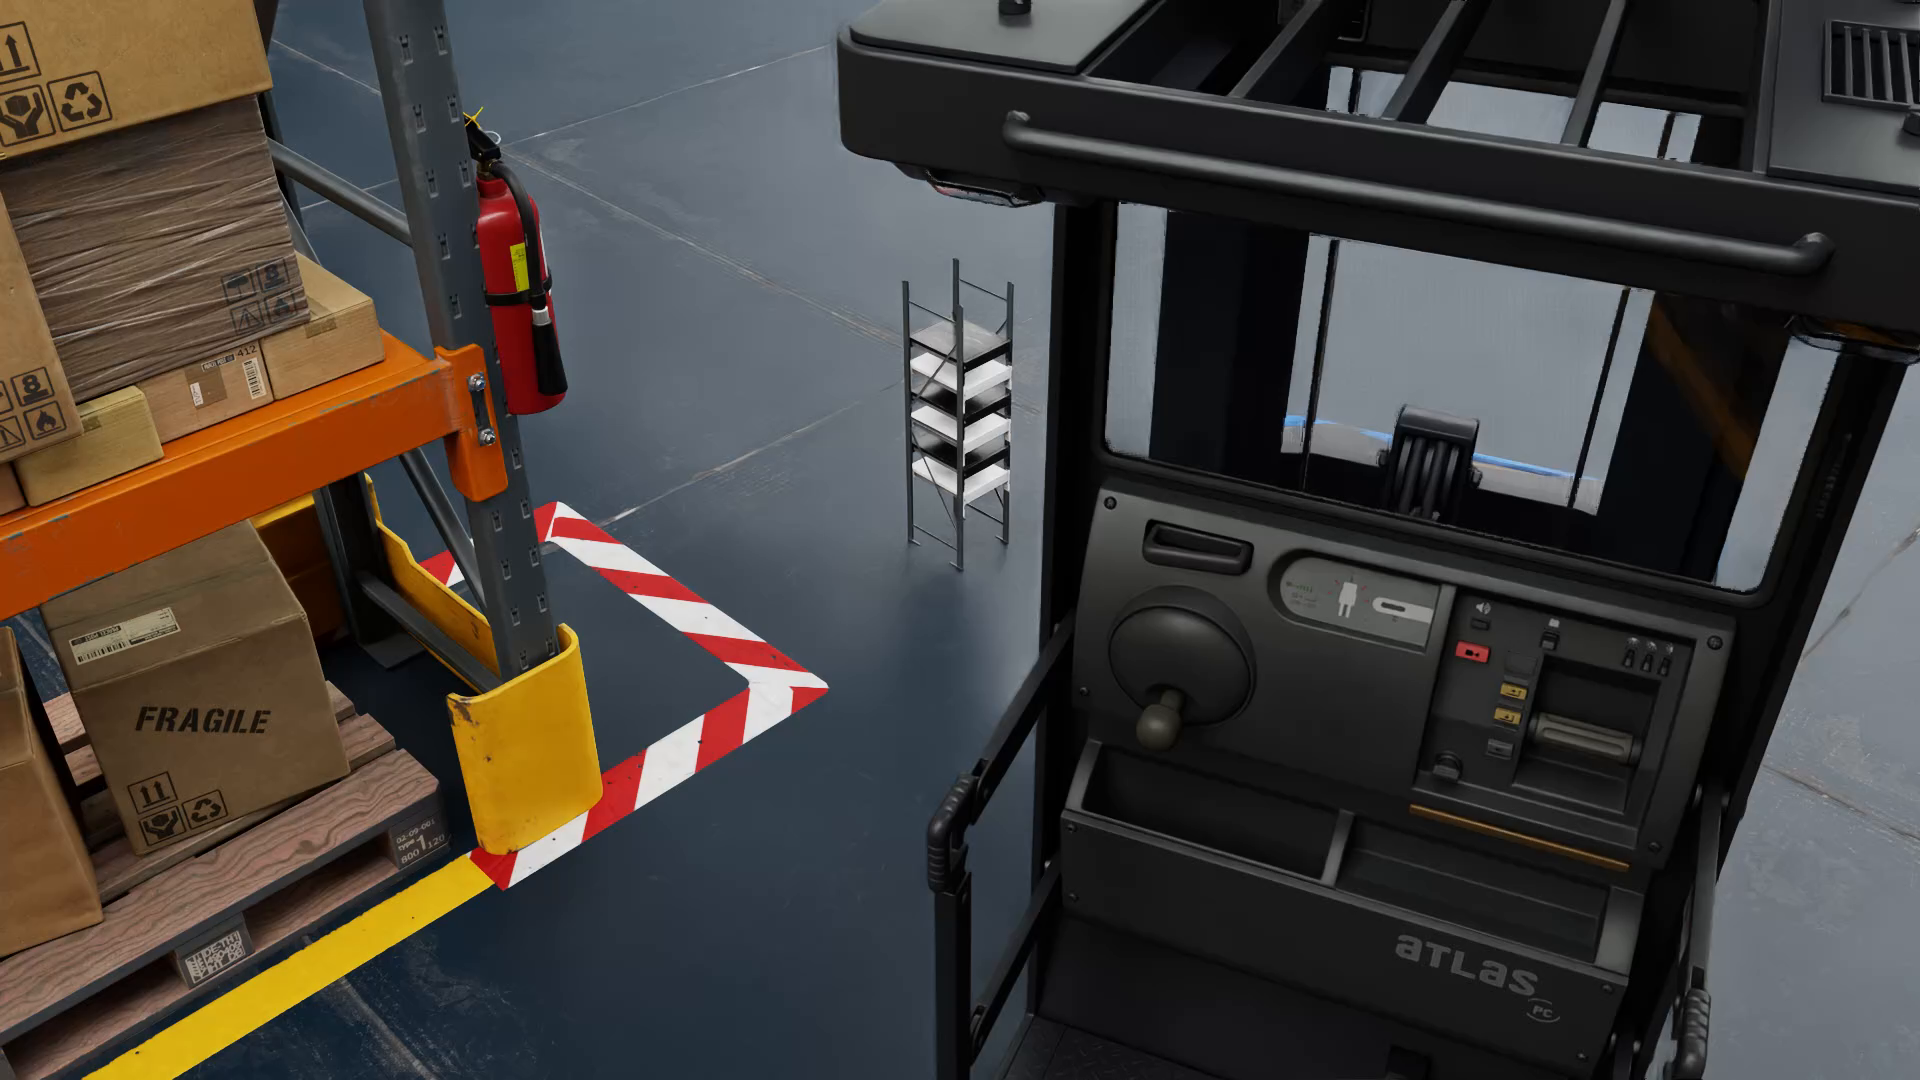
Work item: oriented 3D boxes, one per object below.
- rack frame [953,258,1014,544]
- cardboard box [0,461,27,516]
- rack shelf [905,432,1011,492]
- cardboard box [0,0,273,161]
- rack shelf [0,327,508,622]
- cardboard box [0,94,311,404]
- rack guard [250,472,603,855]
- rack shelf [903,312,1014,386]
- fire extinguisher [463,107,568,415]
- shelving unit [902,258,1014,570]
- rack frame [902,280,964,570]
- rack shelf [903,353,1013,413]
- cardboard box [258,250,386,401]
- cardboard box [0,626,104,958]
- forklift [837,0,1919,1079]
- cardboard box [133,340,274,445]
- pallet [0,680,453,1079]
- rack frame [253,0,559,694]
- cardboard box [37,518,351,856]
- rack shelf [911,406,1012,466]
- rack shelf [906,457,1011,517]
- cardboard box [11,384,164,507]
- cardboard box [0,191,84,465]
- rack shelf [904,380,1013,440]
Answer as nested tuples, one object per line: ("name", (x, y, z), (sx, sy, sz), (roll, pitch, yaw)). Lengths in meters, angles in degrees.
("rack frame", (0.066, -0.407, 5.047), (0.240, 0.900, 0.006), (30, 45, 35))
("cardboard box", (-1.937, -0.147, 3.059), (0.380, 0.149, 0.250), (30, 45, 35))
("rack shelf", (-0.006, -0.265, 5.058), (0.258, 0.077, 0.200), (30, 45, 35))
("cardboard box", (-1.591, -1.018, 2.866), (0.500, 0.500, 0.500), (30, 45, 35))
("rack shelf", (-2.788, 0.339, 2.771), (1.077, 0.370, 4.000), (30, 45, 35))
("cardboard box", (-1.786, -0.719, 3.311), (0.875, 0.500, 0.500), (30, 45, 35))
("rack guard", (-1.433, 0.288, 4.400), (1.175, 0.500, 0.348), (30, 45, 35))
("rack shelf", (-0.006, -0.560, 4.852), (0.258, 0.077, 0.200), (30, 45, 35))
("fire extinguisher", (-0.972, -0.597, 3.551), (0.296, 0.674, 0.183), (30, 45, 35))
("shelving unit", (-0.006, -0.366, 4.988), (0.258, 0.900, 0.210), (30, 45, 35))
("rack frame", (-0.077, -0.325, 4.929), (0.240, 0.900, 0.006), (30, 45, 35))
("rack shelf", (-0.006, -0.486, 4.904), (0.258, 0.077, 0.200), (30, 45, 35))
("cardboard box", (-1.434, -0.466, 3.516), (0.380, 0.149, 0.250), (30, 45, 35))
("cardboard box", (-2.228, 0.588, 3.602), (0.500, 0.500, 0.500), (-18, 39, -24))
("forklift", (0.547, 0.253, 2.324), (1.130, 2.935, 3.031), (14, 37, 19))
("cardboard box", (-1.610, -0.365, 3.371), (0.380, 0.149, 0.250), (30, 45, 35))
("pallet", (-2.030, 0.722, 4.030), (1.003, 0.211, 1.213), (30, 45, 35))
("rack frame", (-1.379, -0.768, 3.729), (1.000, 3.000, 0.127), (30, 45, 35))
("cardboard box", (-1.831, 0.332, 3.970), (0.500, 0.500, 0.500), (-21, 40, -28))
("rack shelf", (-0.006, -0.338, 5.007), (0.258, 0.077, 0.200), (30, 45, 35))
("rack shelf", (-0.006, -0.191, 5.110), (0.258, 0.077, 0.200), (30, 45, 35))
("cardboard box", (-1.750, -0.243, 3.195), (0.380, 0.149, 0.250), (30, 45, 35))
("cardboard box", (-2.053, -0.468, 2.951), (0.875, 0.500, 0.500), (30, 45, 35))
("rack shelf", (-0.006, -0.412, 4.955), (0.258, 0.077, 0.200), (30, 45, 35))
